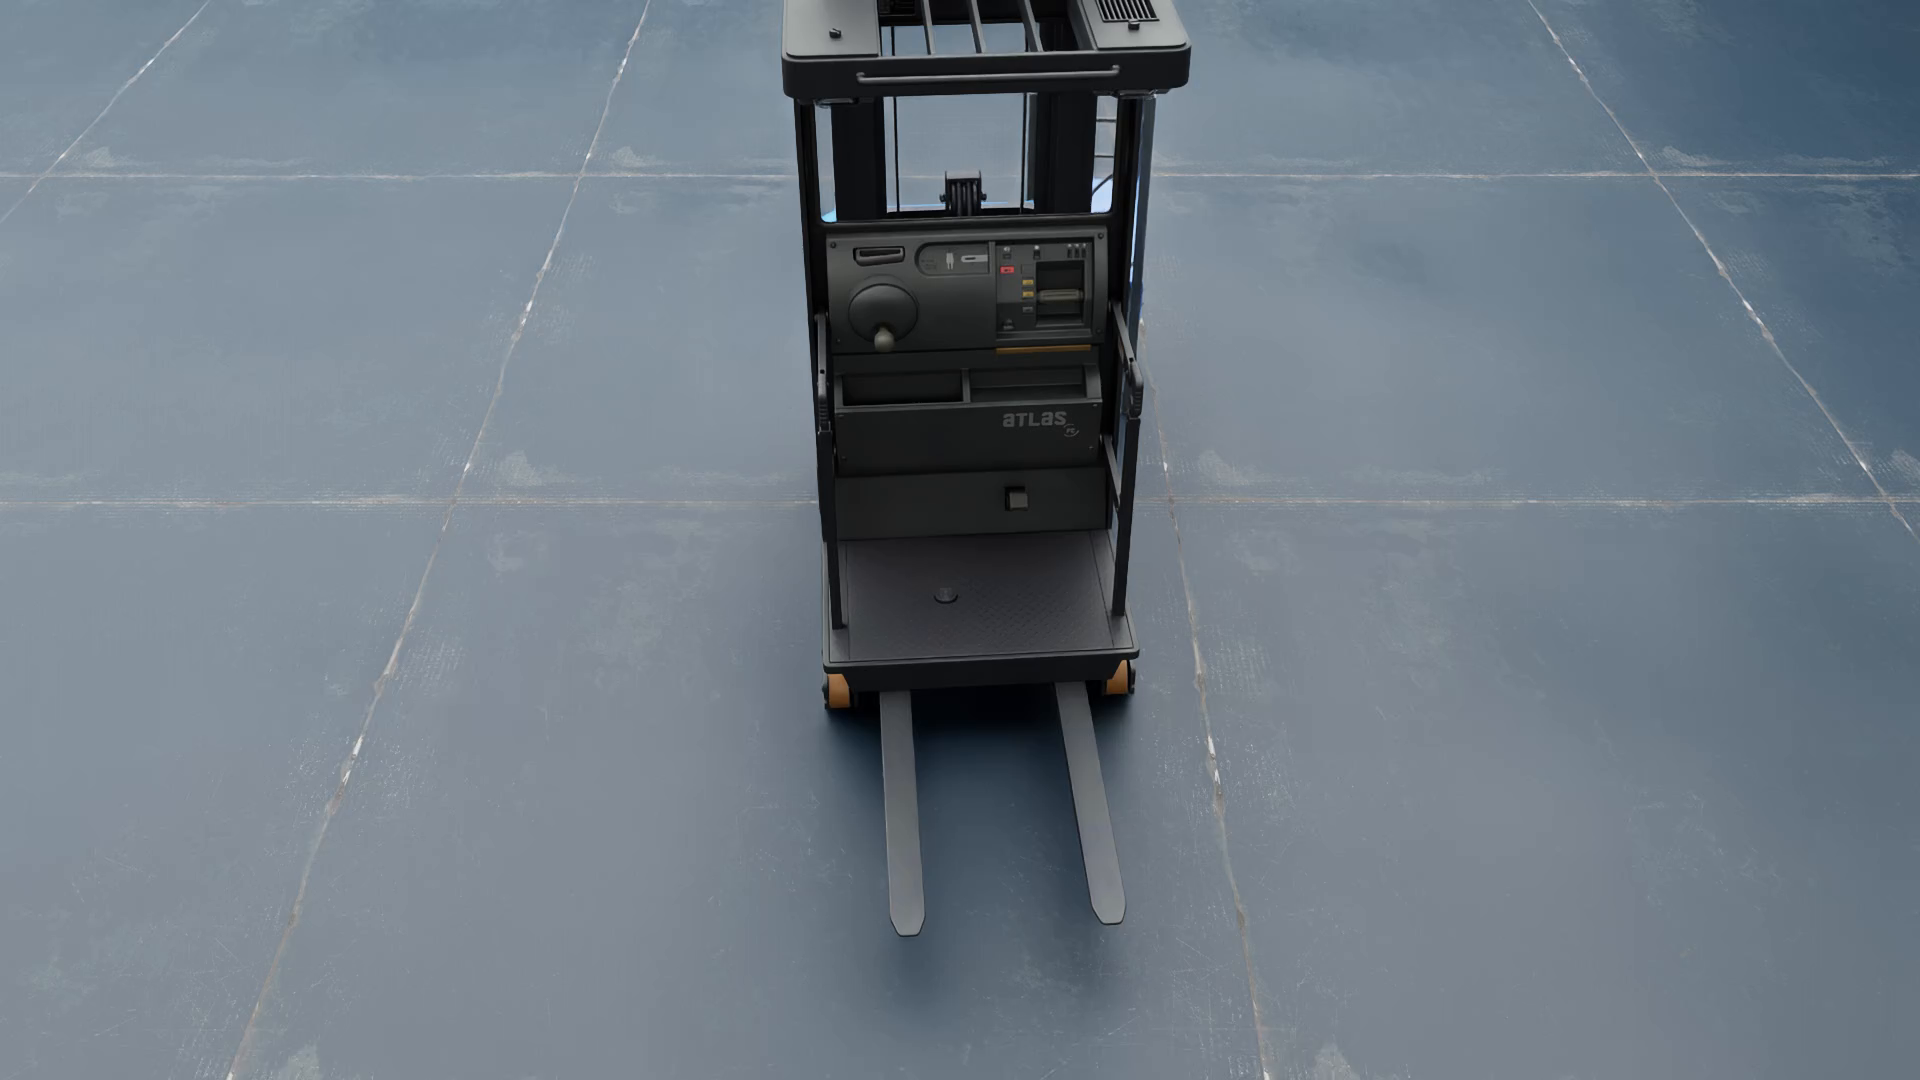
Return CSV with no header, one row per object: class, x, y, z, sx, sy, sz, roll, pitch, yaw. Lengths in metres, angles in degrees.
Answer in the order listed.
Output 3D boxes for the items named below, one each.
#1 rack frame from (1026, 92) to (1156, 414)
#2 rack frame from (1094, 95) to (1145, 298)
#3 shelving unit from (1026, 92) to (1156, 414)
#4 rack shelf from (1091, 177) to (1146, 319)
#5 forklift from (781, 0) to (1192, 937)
rack frame,0.521,-1.172,7.013,0.500,1.500,0.032,3,39,4
rack frame,0.612,-1.806,7.804,0.500,1.500,0.032,3,39,4
shelving unit,0.566,-1.489,7.409,0.538,1.500,1.048,3,39,4
rack shelf,0.566,-1.349,7.521,0.538,0.185,1.000,3,39,4
forklift,0.044,-0.755,5.348,1.130,2.935,3.031,-3,39,-3
